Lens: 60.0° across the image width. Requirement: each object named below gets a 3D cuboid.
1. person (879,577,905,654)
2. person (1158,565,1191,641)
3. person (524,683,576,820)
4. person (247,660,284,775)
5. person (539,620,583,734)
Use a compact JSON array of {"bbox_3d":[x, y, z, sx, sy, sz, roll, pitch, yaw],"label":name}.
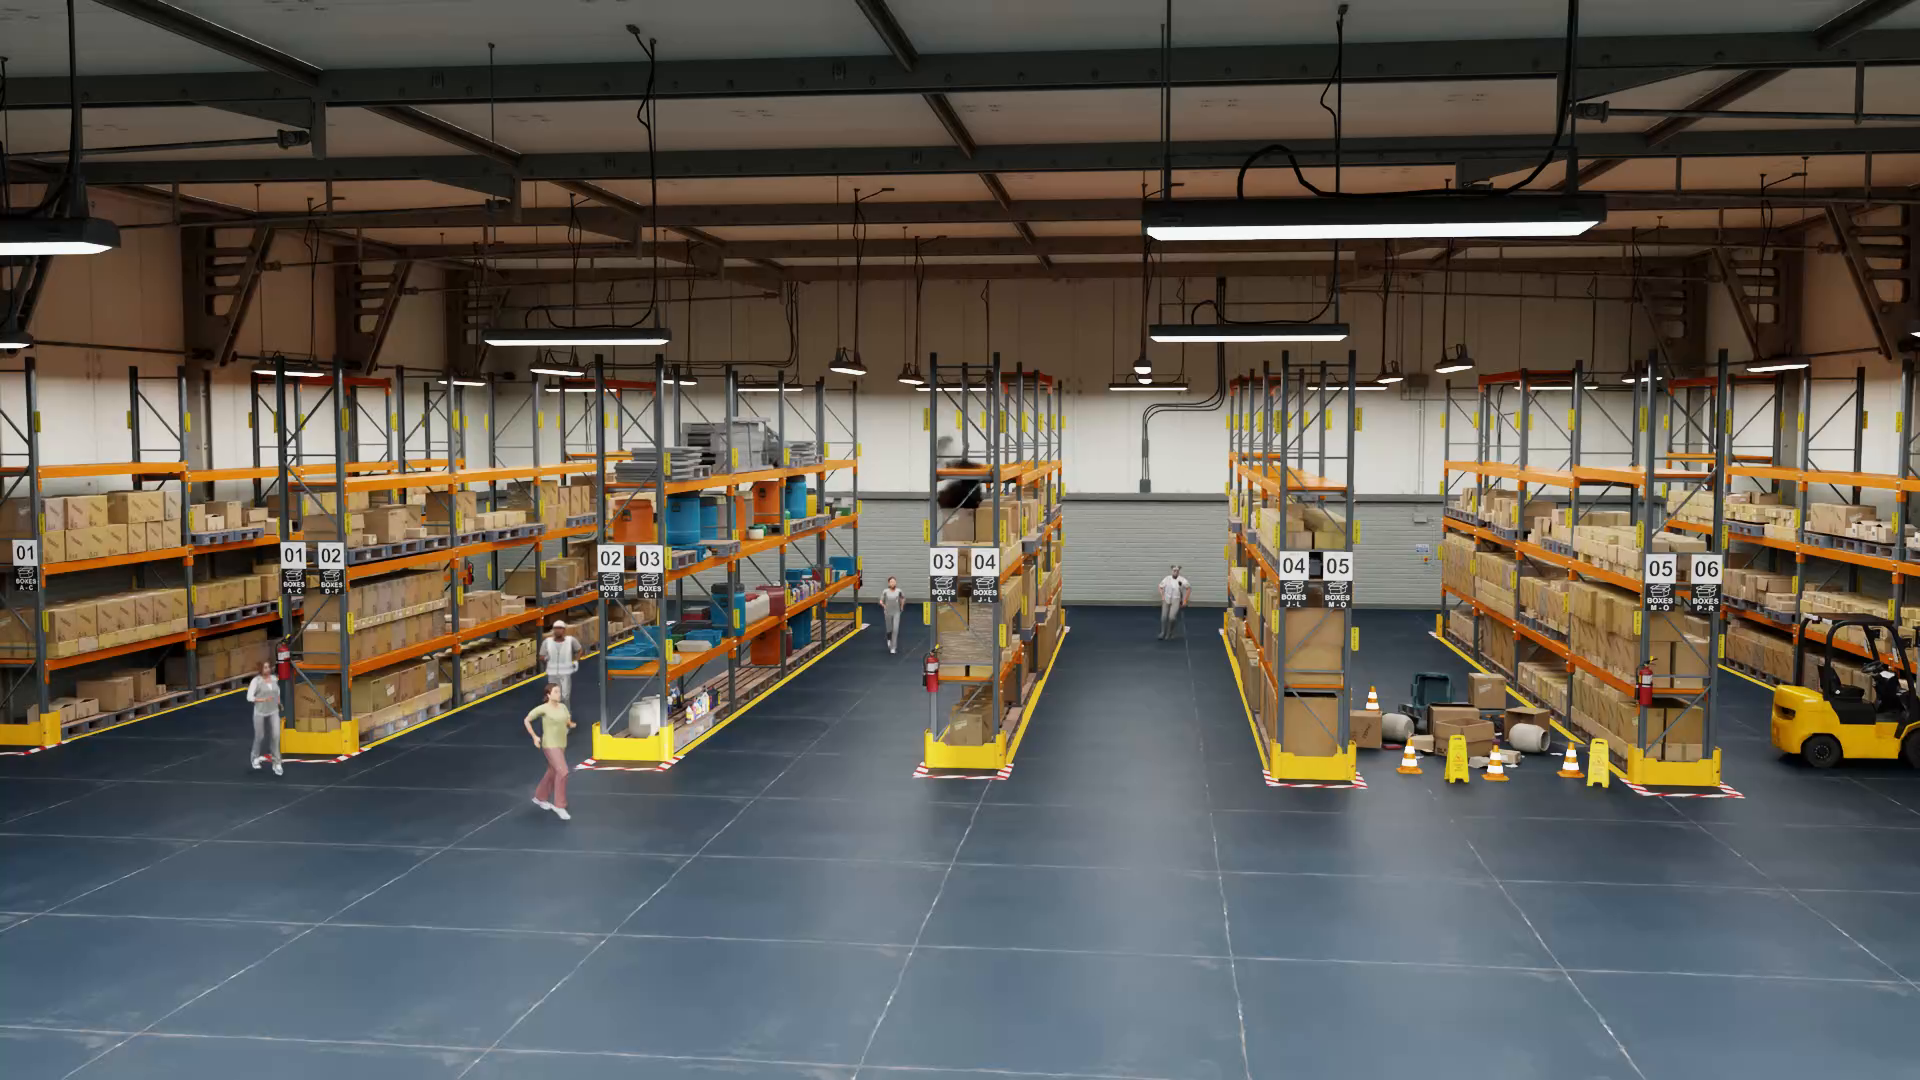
[{"bbox_3d":[-1.470,1.618,36.167,0.570,1.650,0.924,0,4,-5],"label":"person"},{"bbox_3d":[4.883,1.457,38.145,0.734,1.794,0.660,1,4,19],"label":"person"},{"bbox_3d":[-5.179,2.672,21.136,0.747,1.729,0.550,2,4,25],"label":"person"},{"bbox_3d":[-9.895,2.500,23.703,0.543,1.606,0.794,-4,6,-45],"label":"person"},{"bbox_3d":[-6.461,2.212,26.852,0.657,1.841,0.733,0,4,-2],"label":"person"}]
